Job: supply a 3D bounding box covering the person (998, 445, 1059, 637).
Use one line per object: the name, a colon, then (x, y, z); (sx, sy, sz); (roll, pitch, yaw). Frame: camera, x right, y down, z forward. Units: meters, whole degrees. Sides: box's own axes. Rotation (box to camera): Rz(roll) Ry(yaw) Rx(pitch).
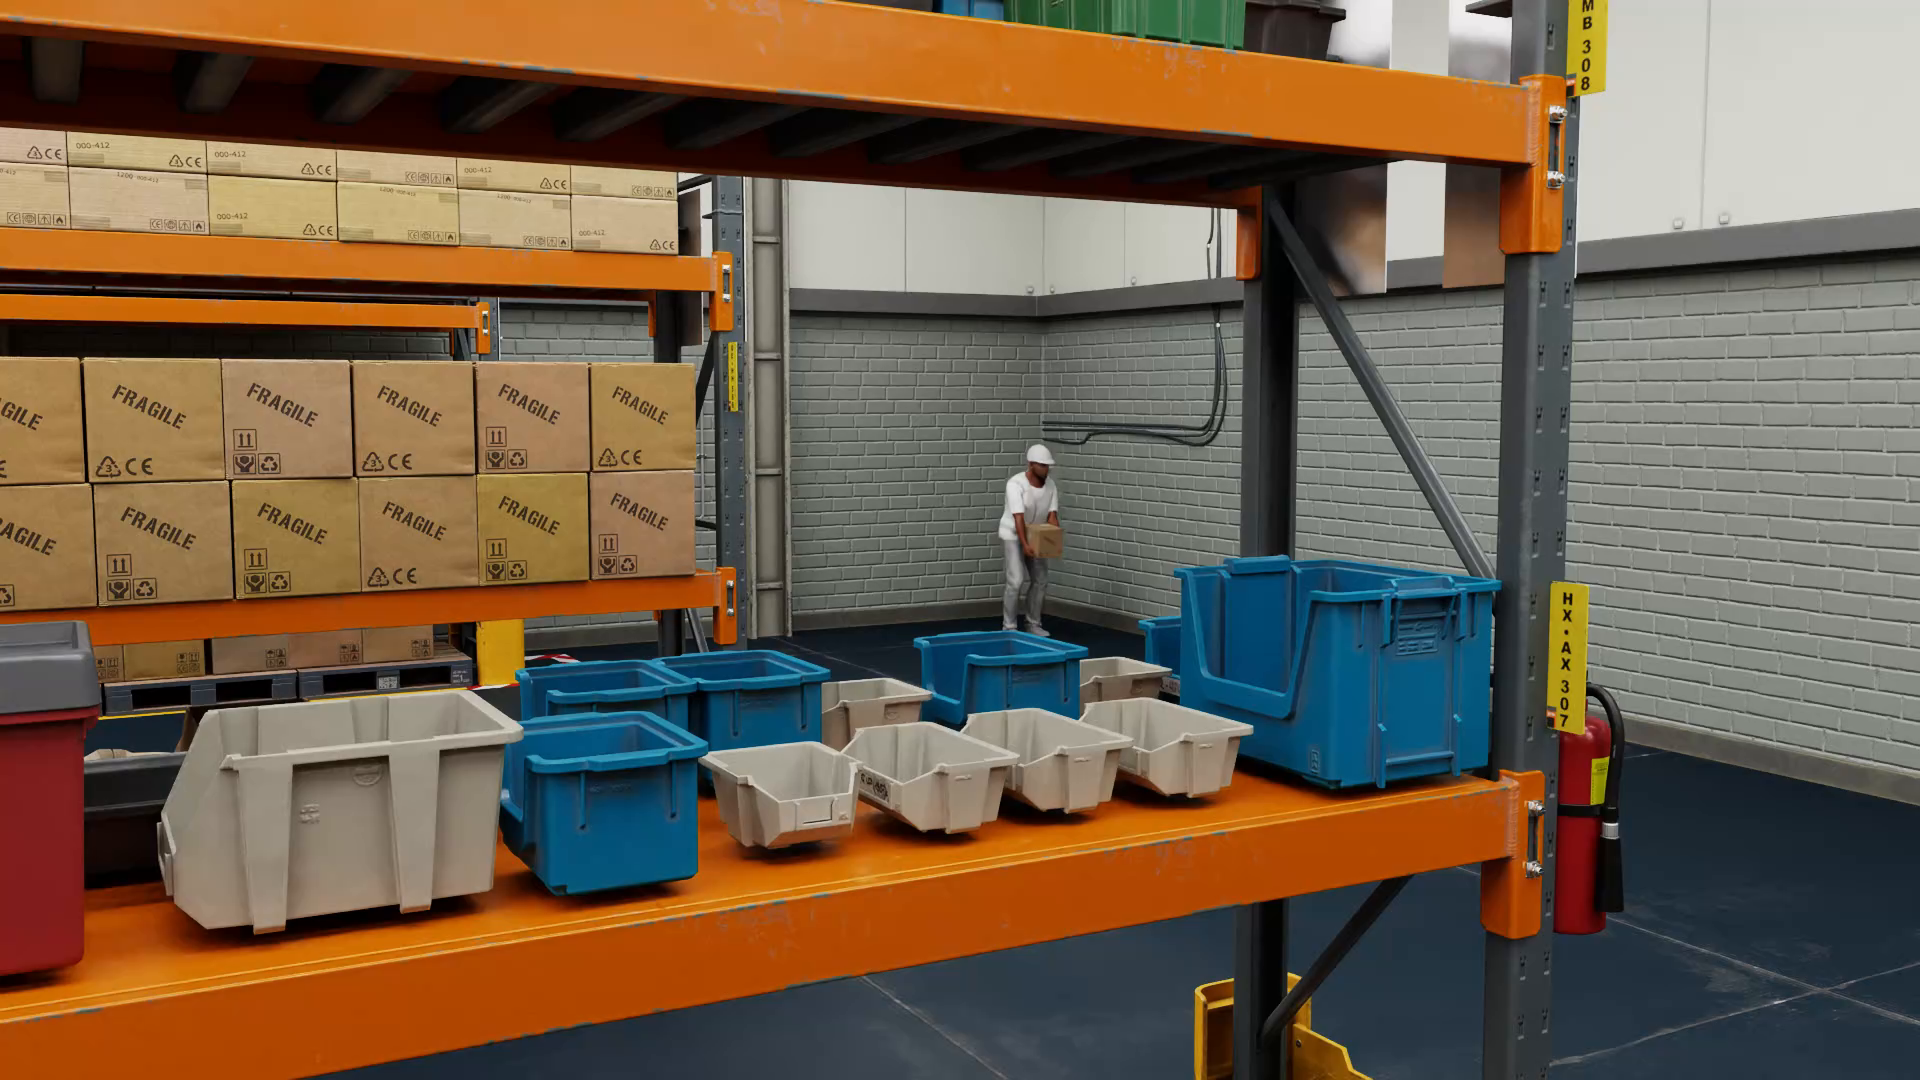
person: (0.636, 0.018, 14.682); (0.498, 1.719, 0.607); (-3, 6, -30)
